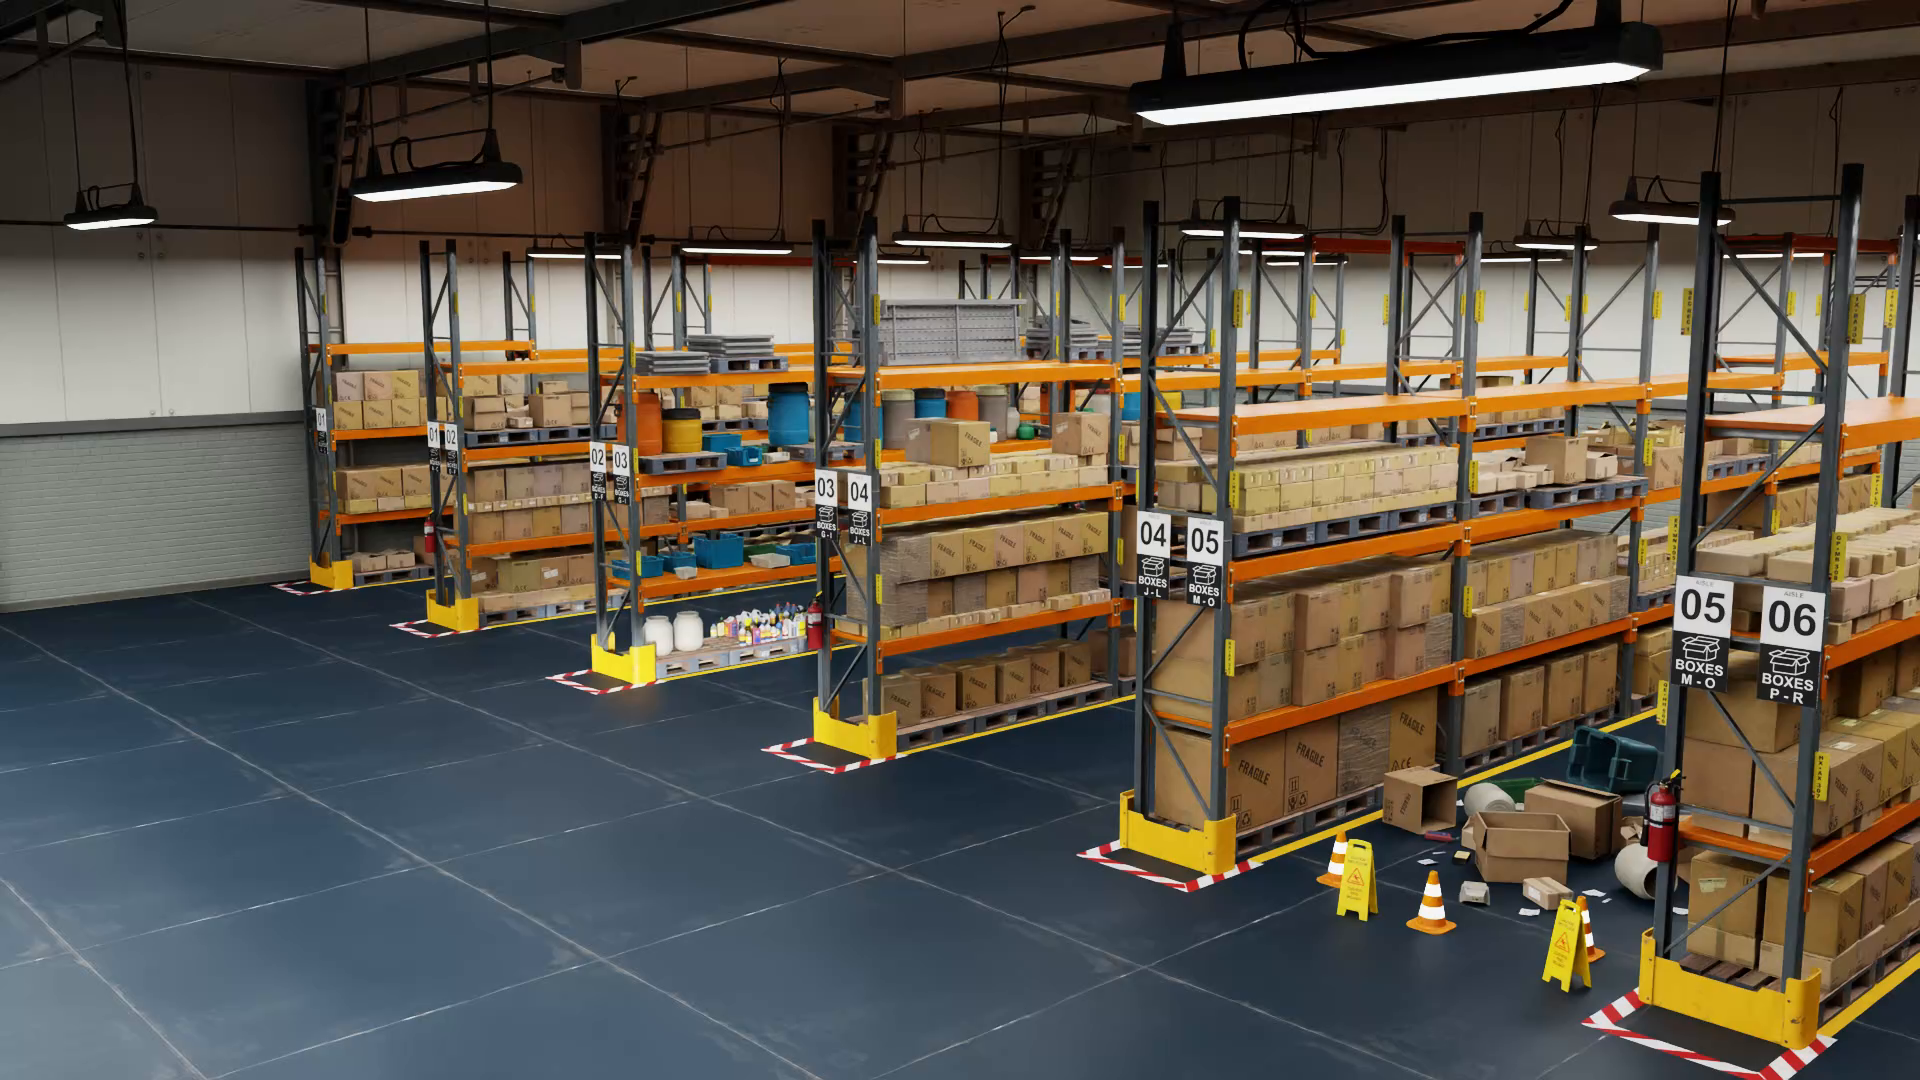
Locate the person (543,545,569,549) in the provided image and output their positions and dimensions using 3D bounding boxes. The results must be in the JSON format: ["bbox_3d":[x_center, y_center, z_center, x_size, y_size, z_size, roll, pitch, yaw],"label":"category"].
[{"bbox_3d":[-7.283,-0.050,29.845,0.566,1.764,0.780,4,9,23],"label":"person"}]

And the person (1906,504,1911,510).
[{"bbox_3d":[16.132,0.220,27.858,0.929,1.753,0.536,4,9,27],"label":"person"}]
